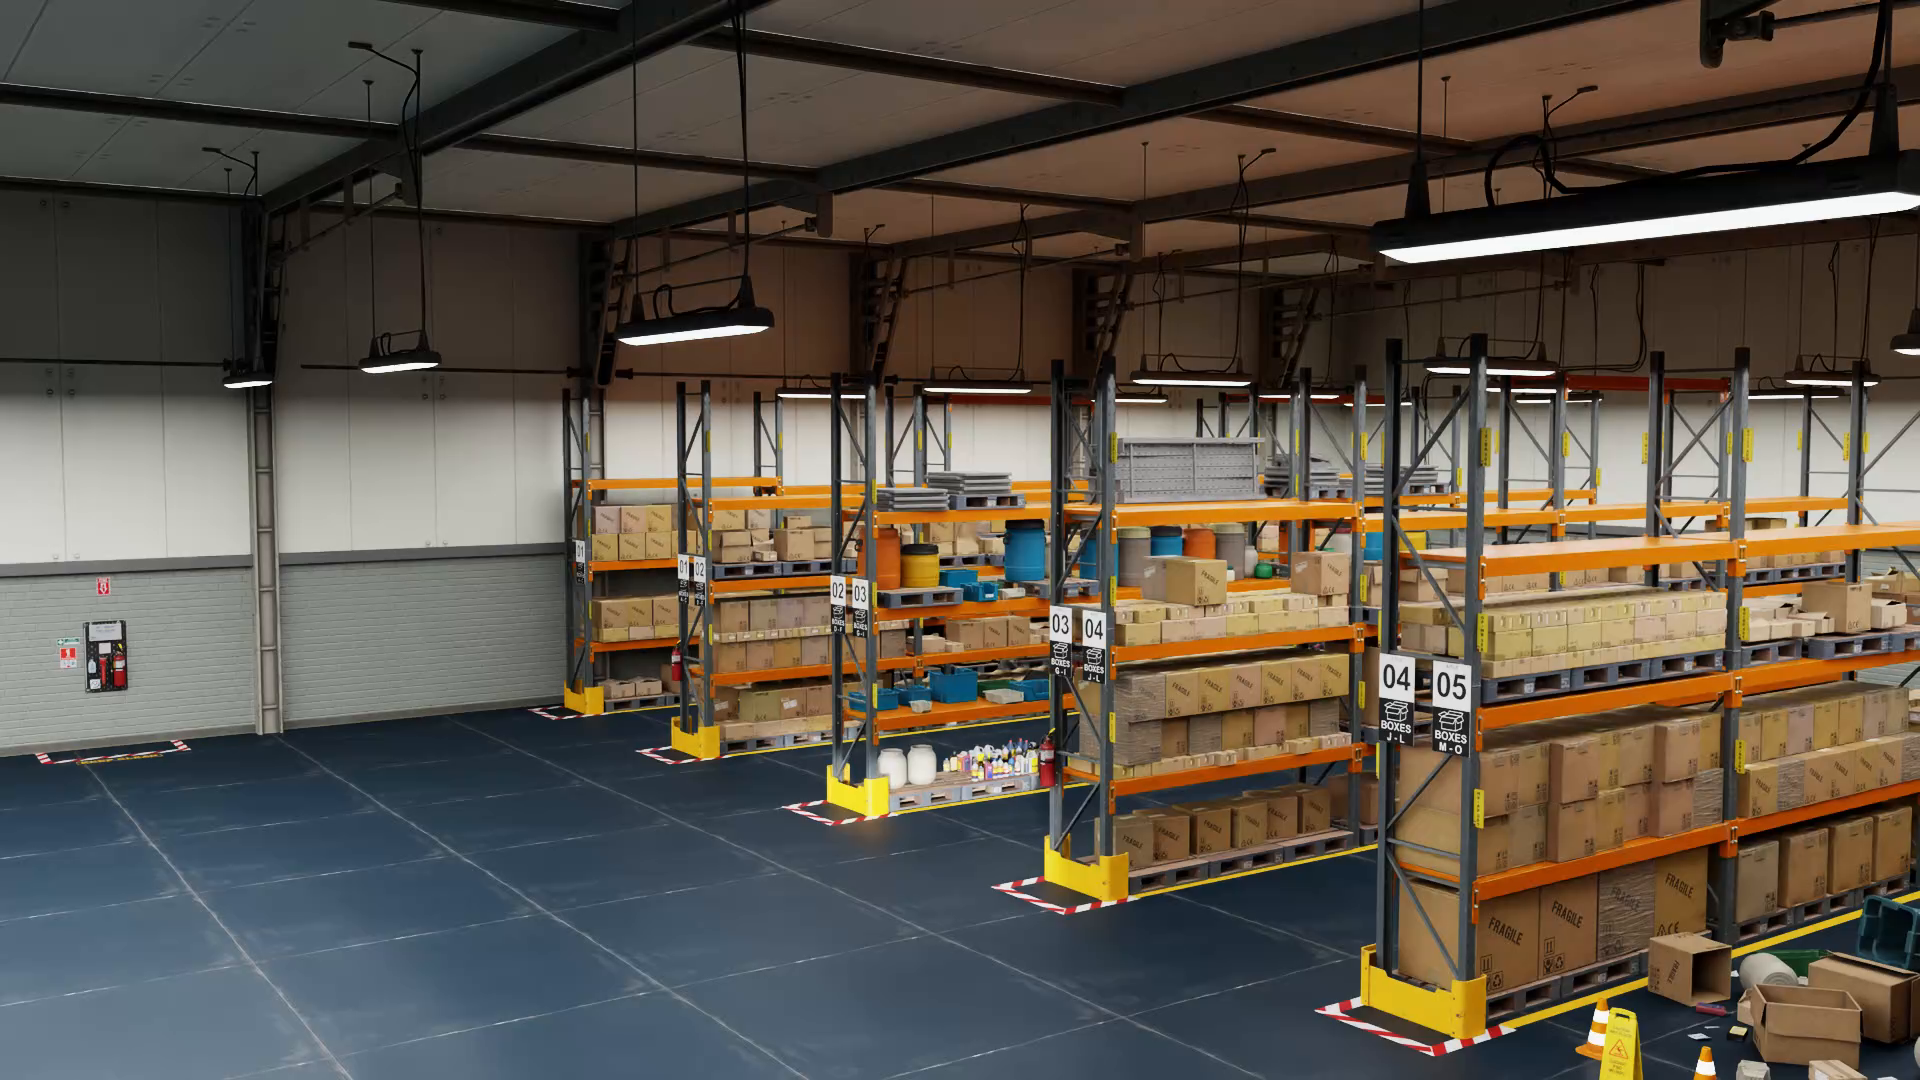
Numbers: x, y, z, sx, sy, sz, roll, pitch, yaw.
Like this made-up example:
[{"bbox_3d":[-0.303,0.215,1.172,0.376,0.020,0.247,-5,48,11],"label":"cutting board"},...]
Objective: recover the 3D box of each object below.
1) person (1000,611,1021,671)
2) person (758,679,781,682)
[{"bbox_3d":[1.005,2.173,34.458,0.832,1.541,0.423,-3,5,-43],"label":"person"},{"bbox_3d":[-3.528,2.348,30.311,0.686,1.820,0.488,-2,4,-31],"label":"person"}]
